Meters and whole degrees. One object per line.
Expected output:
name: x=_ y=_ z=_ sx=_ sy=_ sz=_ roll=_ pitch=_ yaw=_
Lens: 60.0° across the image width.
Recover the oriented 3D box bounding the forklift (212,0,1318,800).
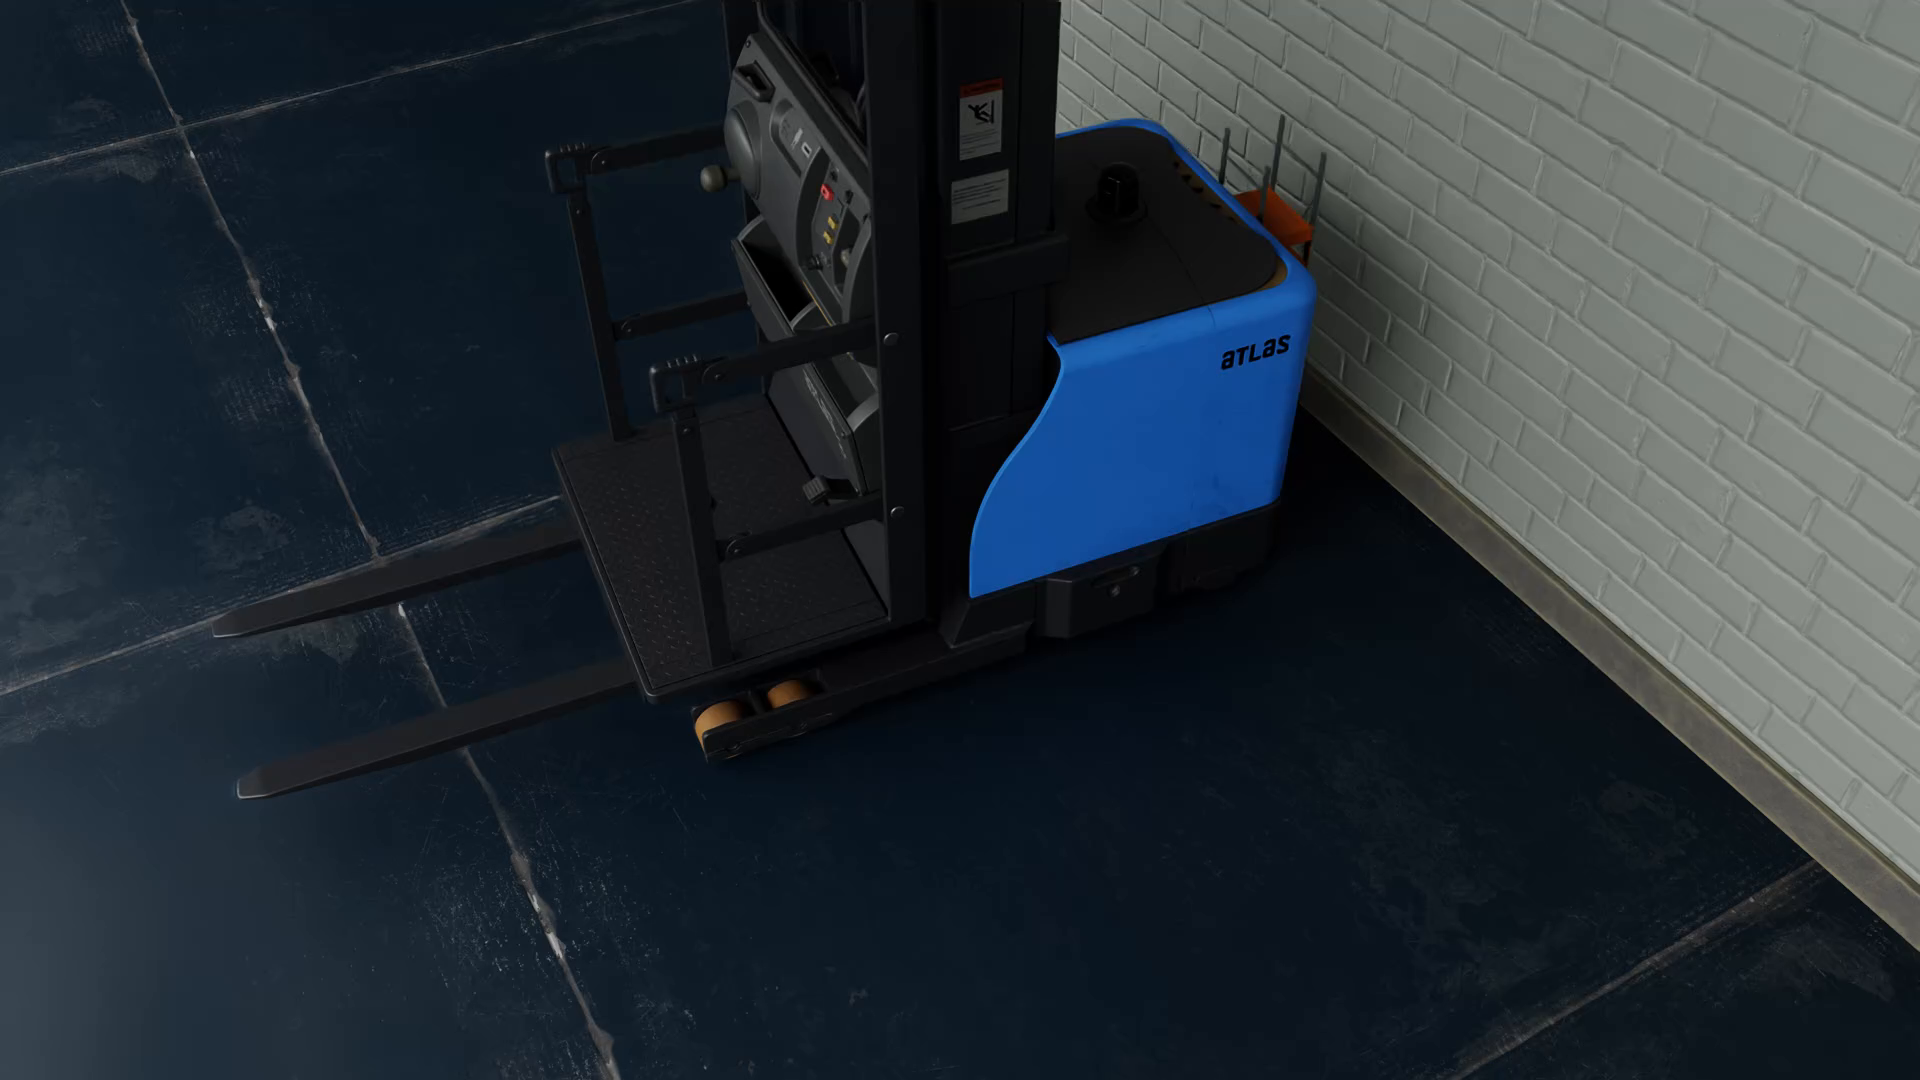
forklift: x=-0.589 y=-0.864 z=4.036 sx=3.031 sy=2.935 sz=1.130 roll=-17 pitch=47 yaw=-17

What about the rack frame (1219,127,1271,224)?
rack frame: x=0.806 y=-0.670 z=5.079 sx=0.006 sy=1.200 sz=0.240 roll=-17 pitch=47 yaw=-17

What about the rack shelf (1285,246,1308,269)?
rack shelf: x=0.890 y=-0.836 z=4.969 sx=0.180 sy=0.103 sz=0.258 roll=-17 pitch=47 yaw=-17

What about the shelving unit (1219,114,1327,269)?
shelving unit: x=0.890 y=-0.695 z=5.105 sx=0.189 sy=1.200 sz=0.258 roll=-17 pitch=47 yaw=-17

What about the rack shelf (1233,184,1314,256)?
rack shelf: x=0.890 y=-0.922 z=4.885 sx=0.180 sy=0.103 sz=0.258 roll=-17 pitch=47 yaw=-17

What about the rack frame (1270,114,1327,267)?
rack frame: x=0.974 y=-0.721 z=5.131 sx=0.006 sy=1.200 sz=0.240 roll=-17 pitch=47 yaw=-17
